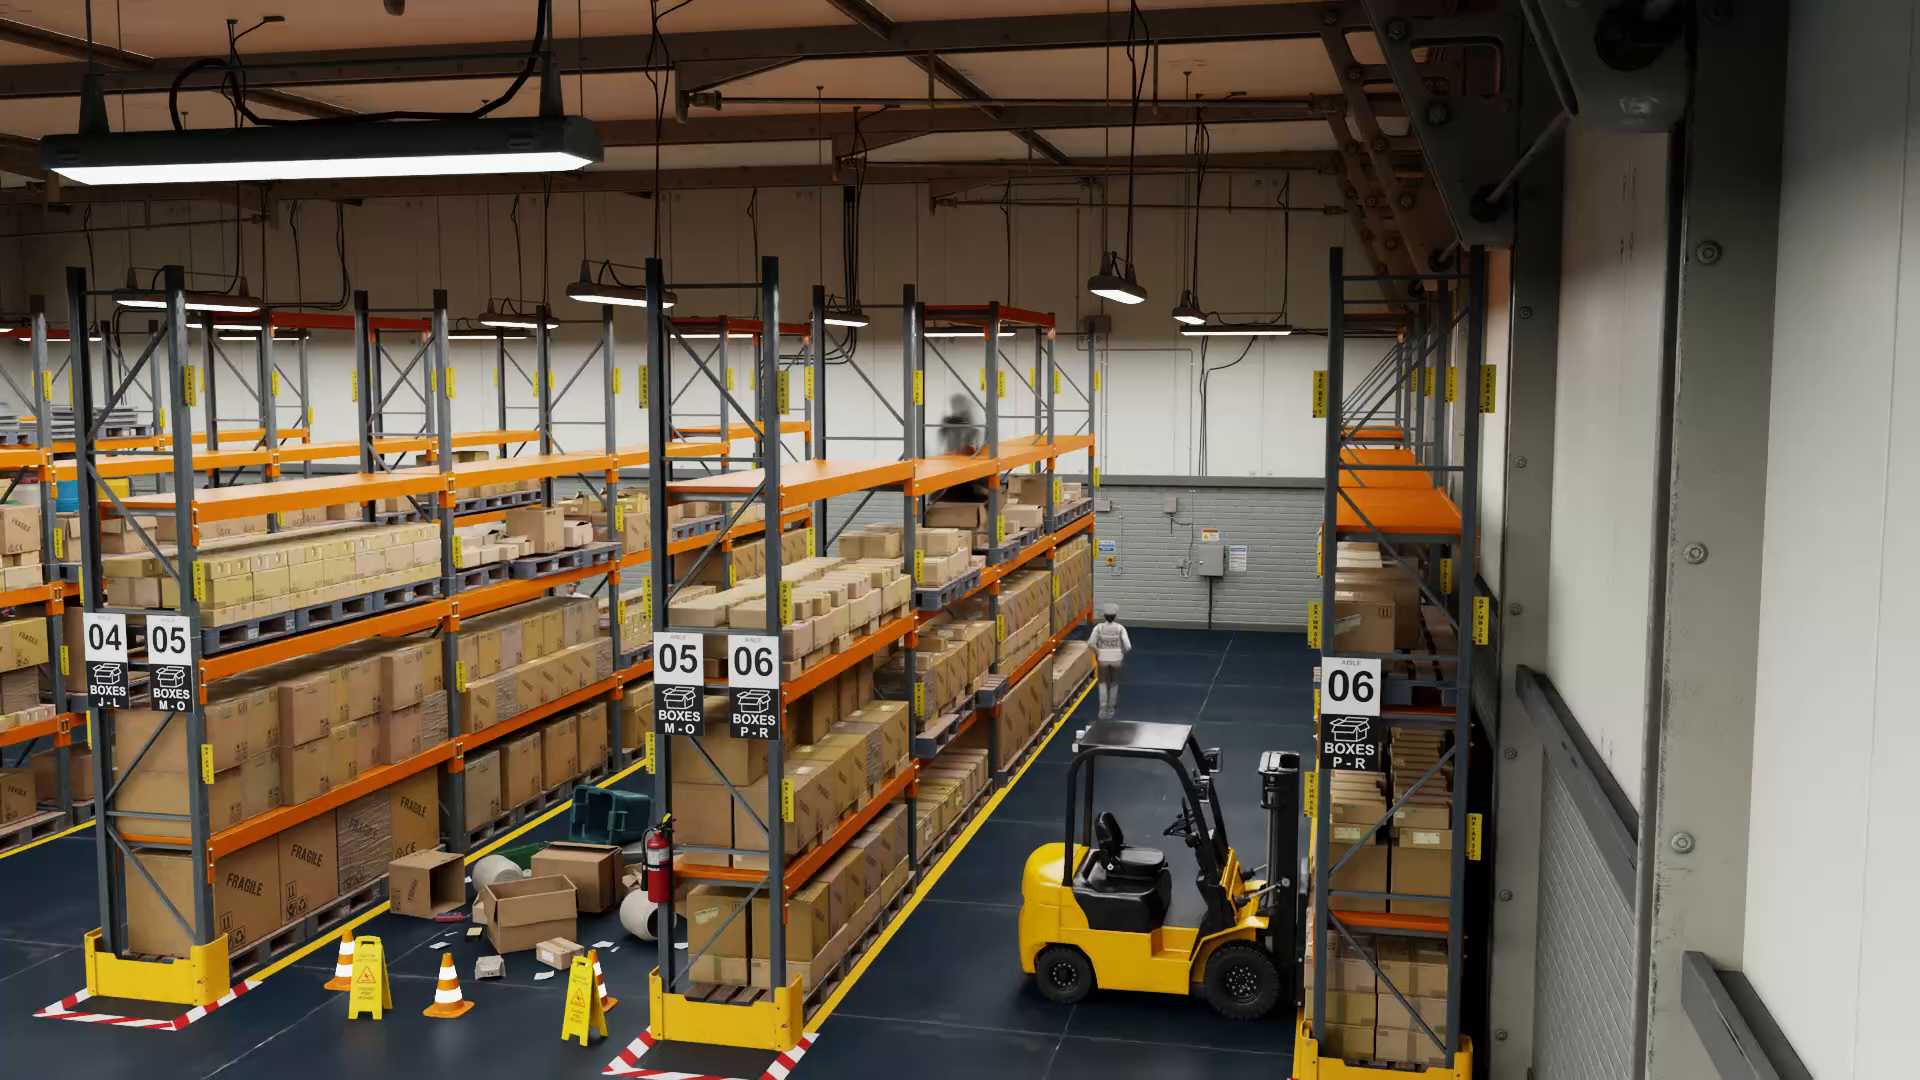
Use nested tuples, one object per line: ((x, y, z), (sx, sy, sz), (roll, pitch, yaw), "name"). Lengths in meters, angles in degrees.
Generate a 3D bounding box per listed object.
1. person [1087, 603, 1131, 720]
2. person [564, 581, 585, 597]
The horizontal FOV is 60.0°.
((2.101, 1.695, 23.396), (0.611, 1.656, 0.509), (1, 6, 8), "person")
((-6.637, 1.461, 28.638), (0.598, 1.631, 0.588), (3, 6, 25), "person")
